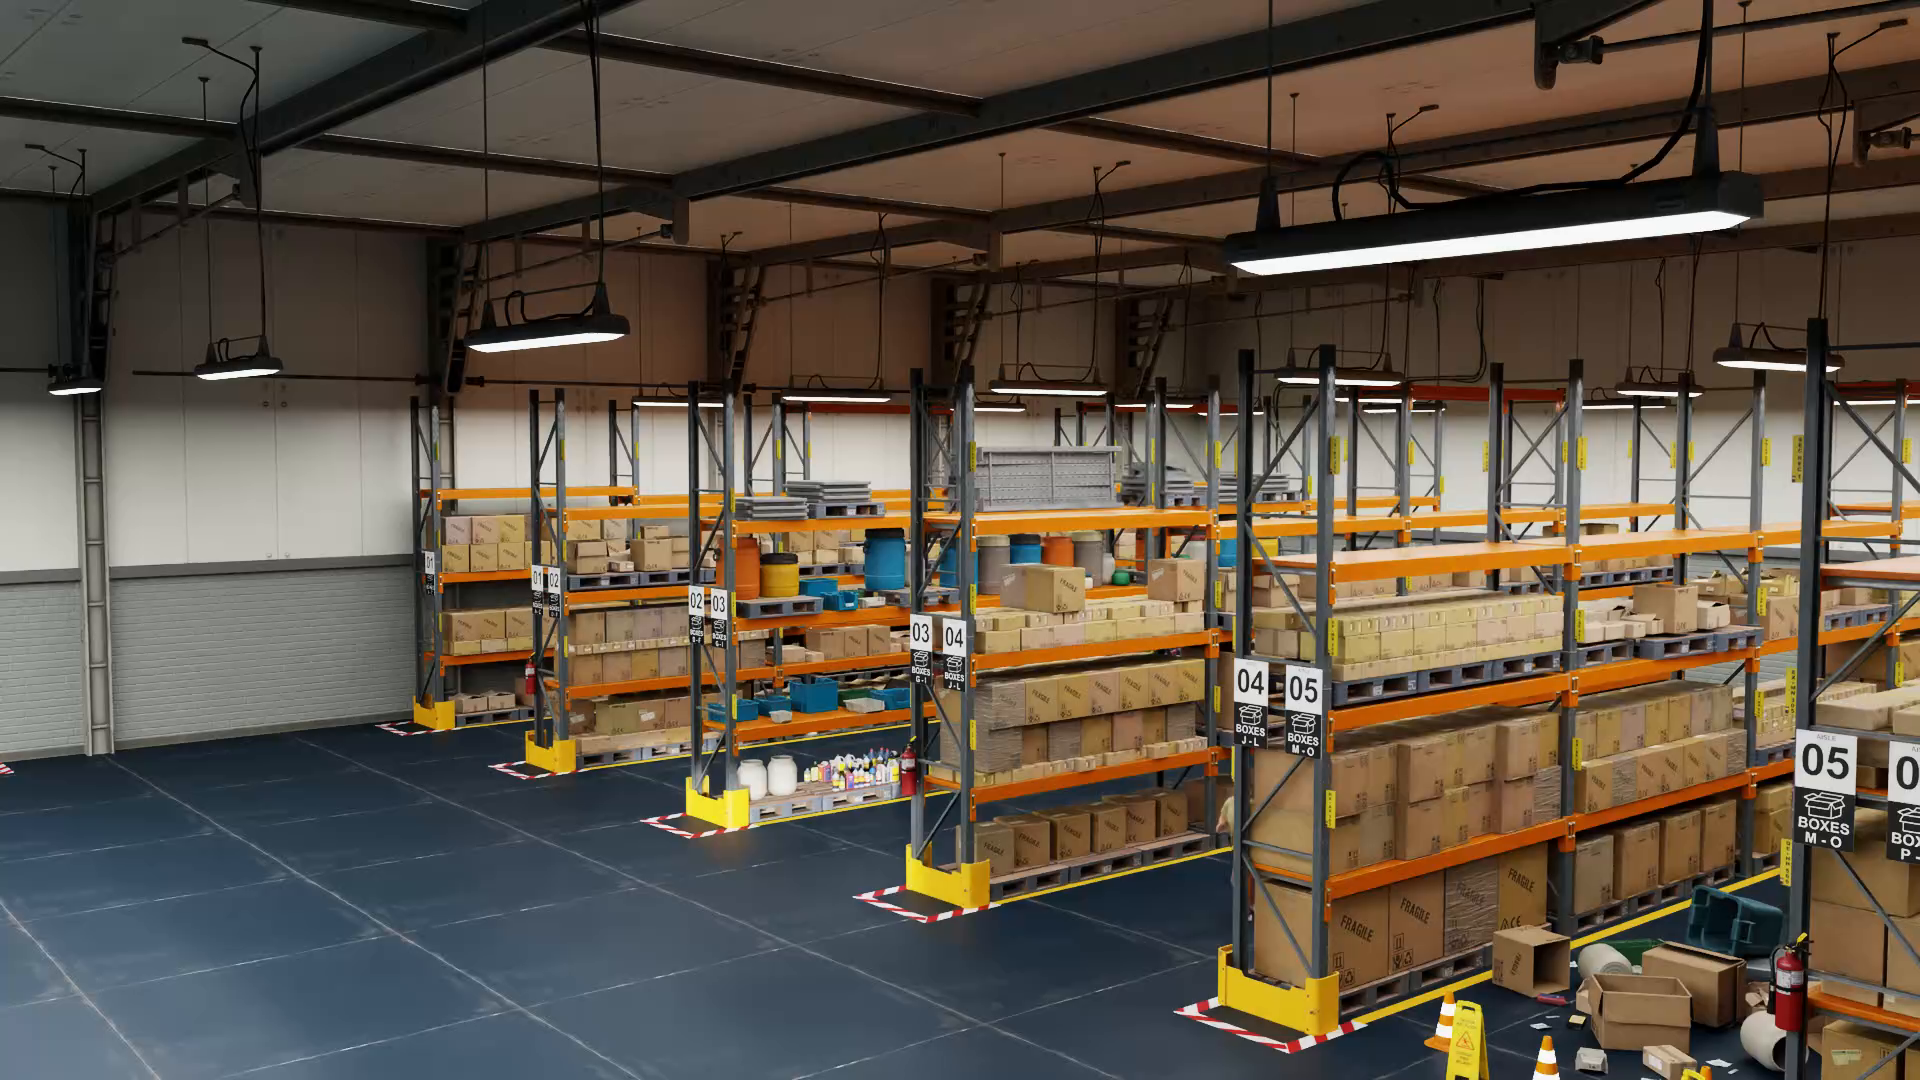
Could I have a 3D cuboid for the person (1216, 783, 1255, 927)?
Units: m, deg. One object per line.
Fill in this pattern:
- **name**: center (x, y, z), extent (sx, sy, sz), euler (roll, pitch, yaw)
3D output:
- **person**: center (3.047, 3.328, 17.939), extent (0.792, 1.601, 0.649), euler (-2, 4, -33)
